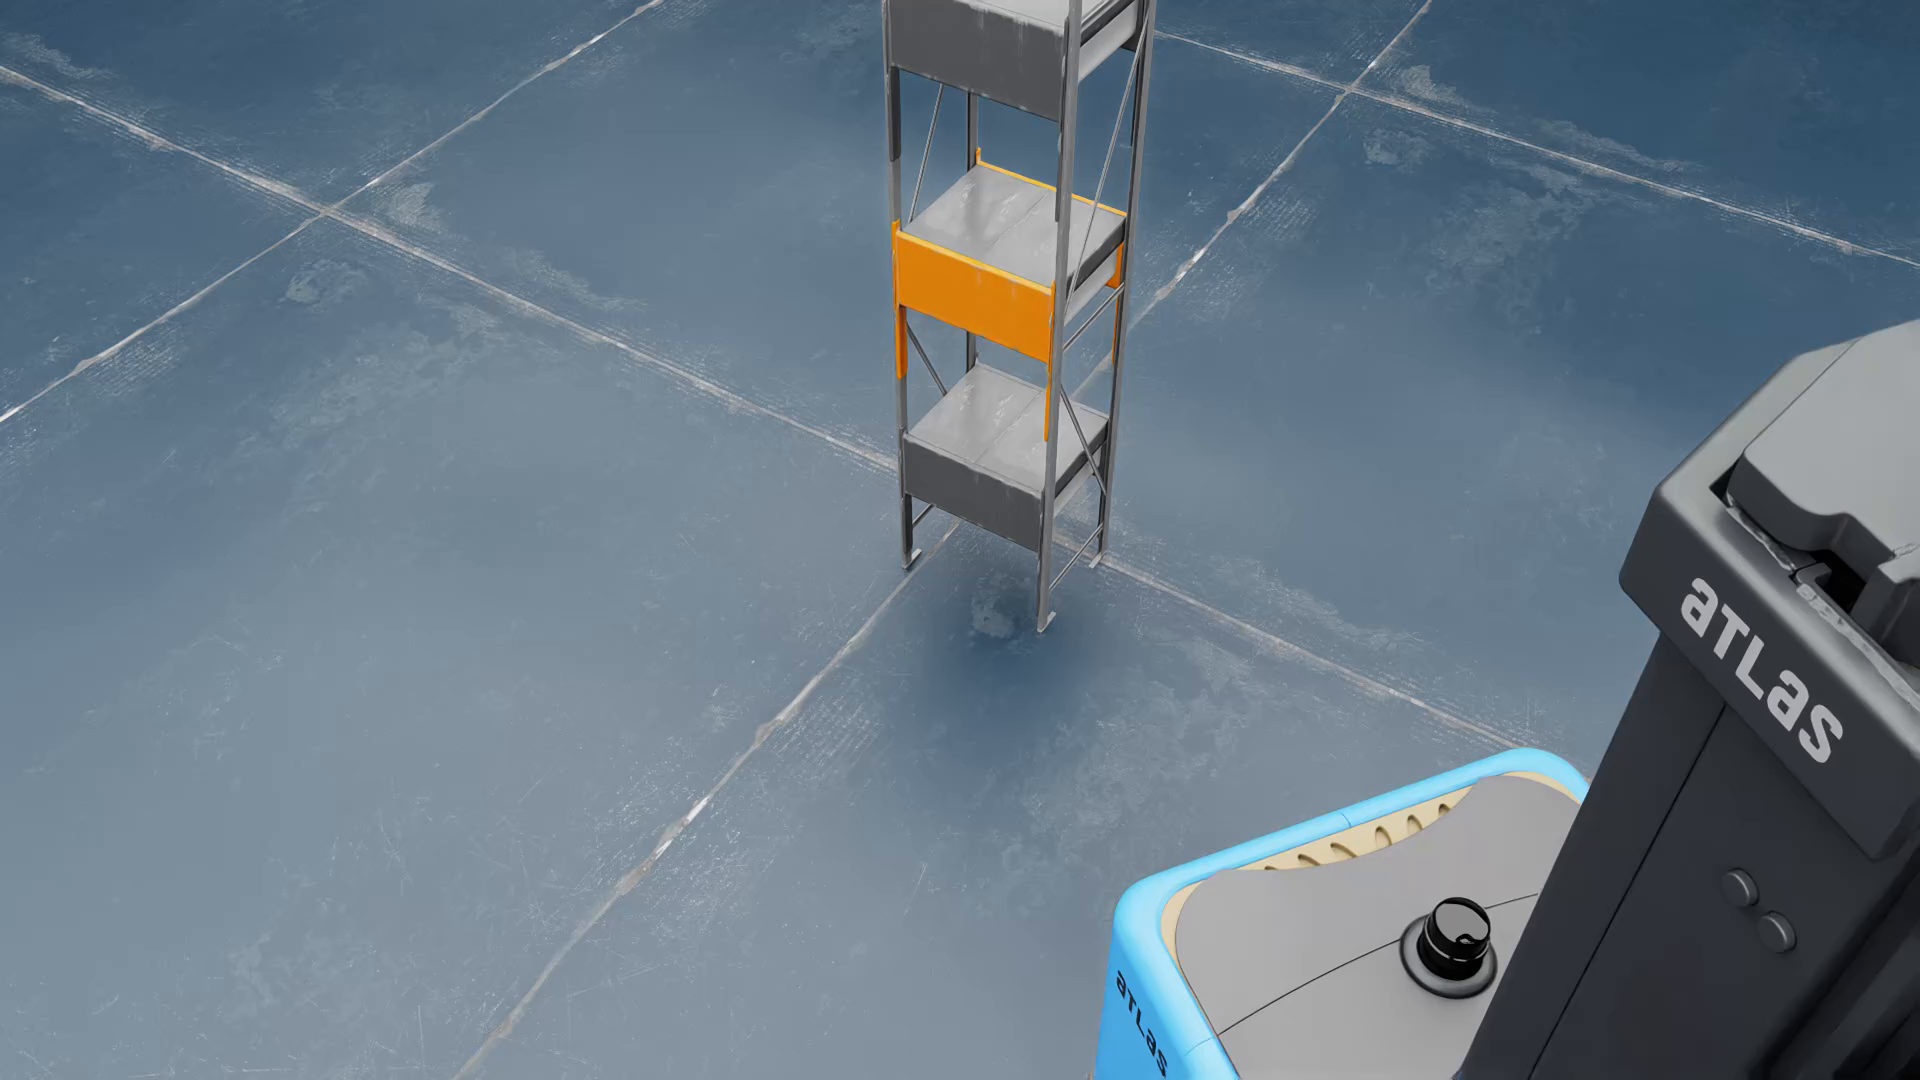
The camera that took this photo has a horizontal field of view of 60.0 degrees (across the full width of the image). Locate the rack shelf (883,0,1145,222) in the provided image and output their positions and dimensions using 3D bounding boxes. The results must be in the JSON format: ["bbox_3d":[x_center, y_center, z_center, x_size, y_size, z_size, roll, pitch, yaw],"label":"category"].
[{"bbox_3d":[0.139,-1.146,3.942,0.480,0.518,0.431,25,51,22],"label":"rack shelf"}]

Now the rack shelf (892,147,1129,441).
[{"bbox_3d":[0.139,-0.658,4.444,0.480,0.518,0.431,25,51,22],"label":"rack shelf"}]

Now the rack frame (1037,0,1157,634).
[{"bbox_3d":[0.345,-0.573,4.343,0.015,2.100,0.400,25,51,22],"label":"rack frame"}]

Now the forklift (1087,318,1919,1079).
[{"bbox_3d":[1.286,1.240,2.001,1.130,2.935,3.031,-16,48,-15],"label":"forklift"}]

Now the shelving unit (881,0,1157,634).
[{"bbox_3d":[0.139,-0.668,4.435,0.503,2.100,0.431,25,51,22],"label":"shelving unit"}]

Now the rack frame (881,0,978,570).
[{"bbox_3d":[-0.066,-0.762,4.526,0.015,2.100,0.400,25,51,22],"label":"rack frame"}]

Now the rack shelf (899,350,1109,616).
[{"bbox_3d":[0.139,-0.170,4.946,0.480,0.518,0.431,25,51,22],"label":"rack shelf"}]
